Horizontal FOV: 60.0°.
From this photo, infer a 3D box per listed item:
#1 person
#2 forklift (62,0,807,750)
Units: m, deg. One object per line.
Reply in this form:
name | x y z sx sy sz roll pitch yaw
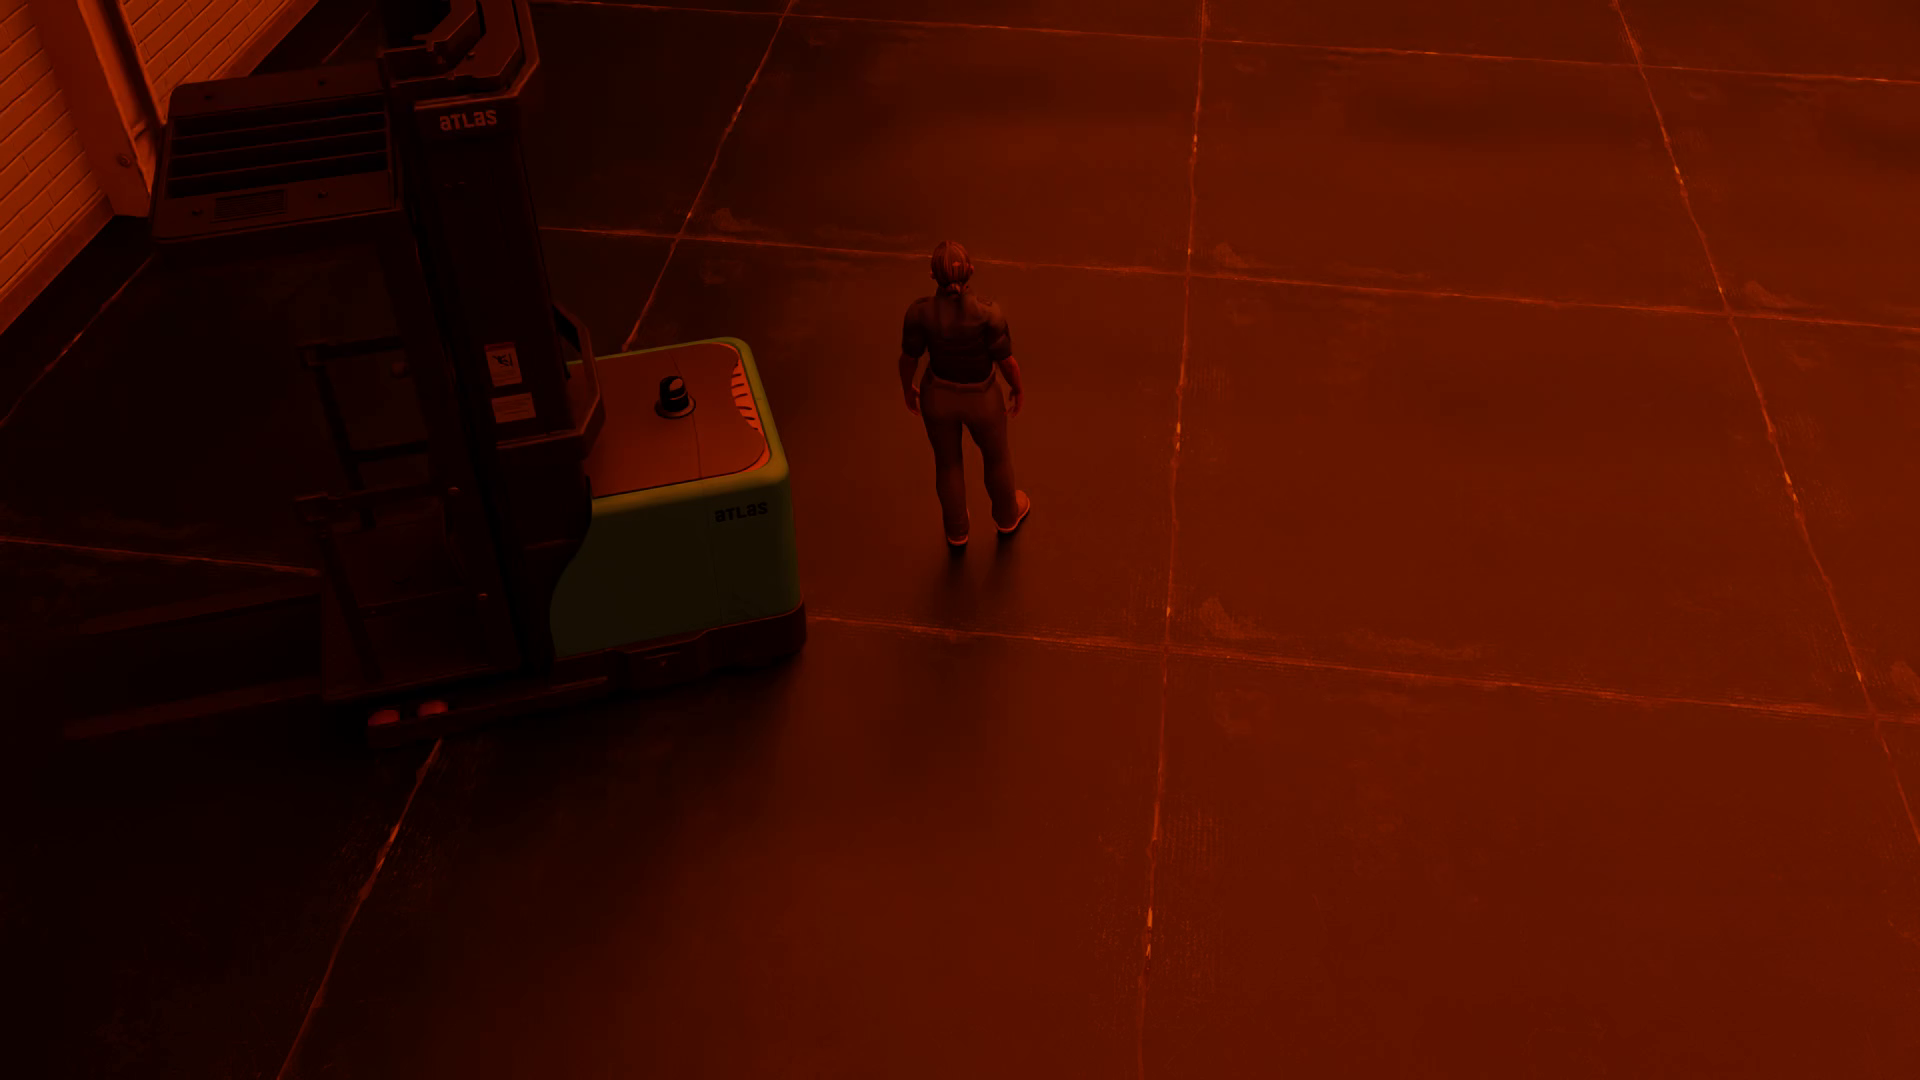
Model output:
person | 0.031 -0.672 7.389 0.570 1.657 0.502 5 43 6
forklift | -2.248 -0.611 6.389 3.031 2.935 1.130 -11 44 -12
